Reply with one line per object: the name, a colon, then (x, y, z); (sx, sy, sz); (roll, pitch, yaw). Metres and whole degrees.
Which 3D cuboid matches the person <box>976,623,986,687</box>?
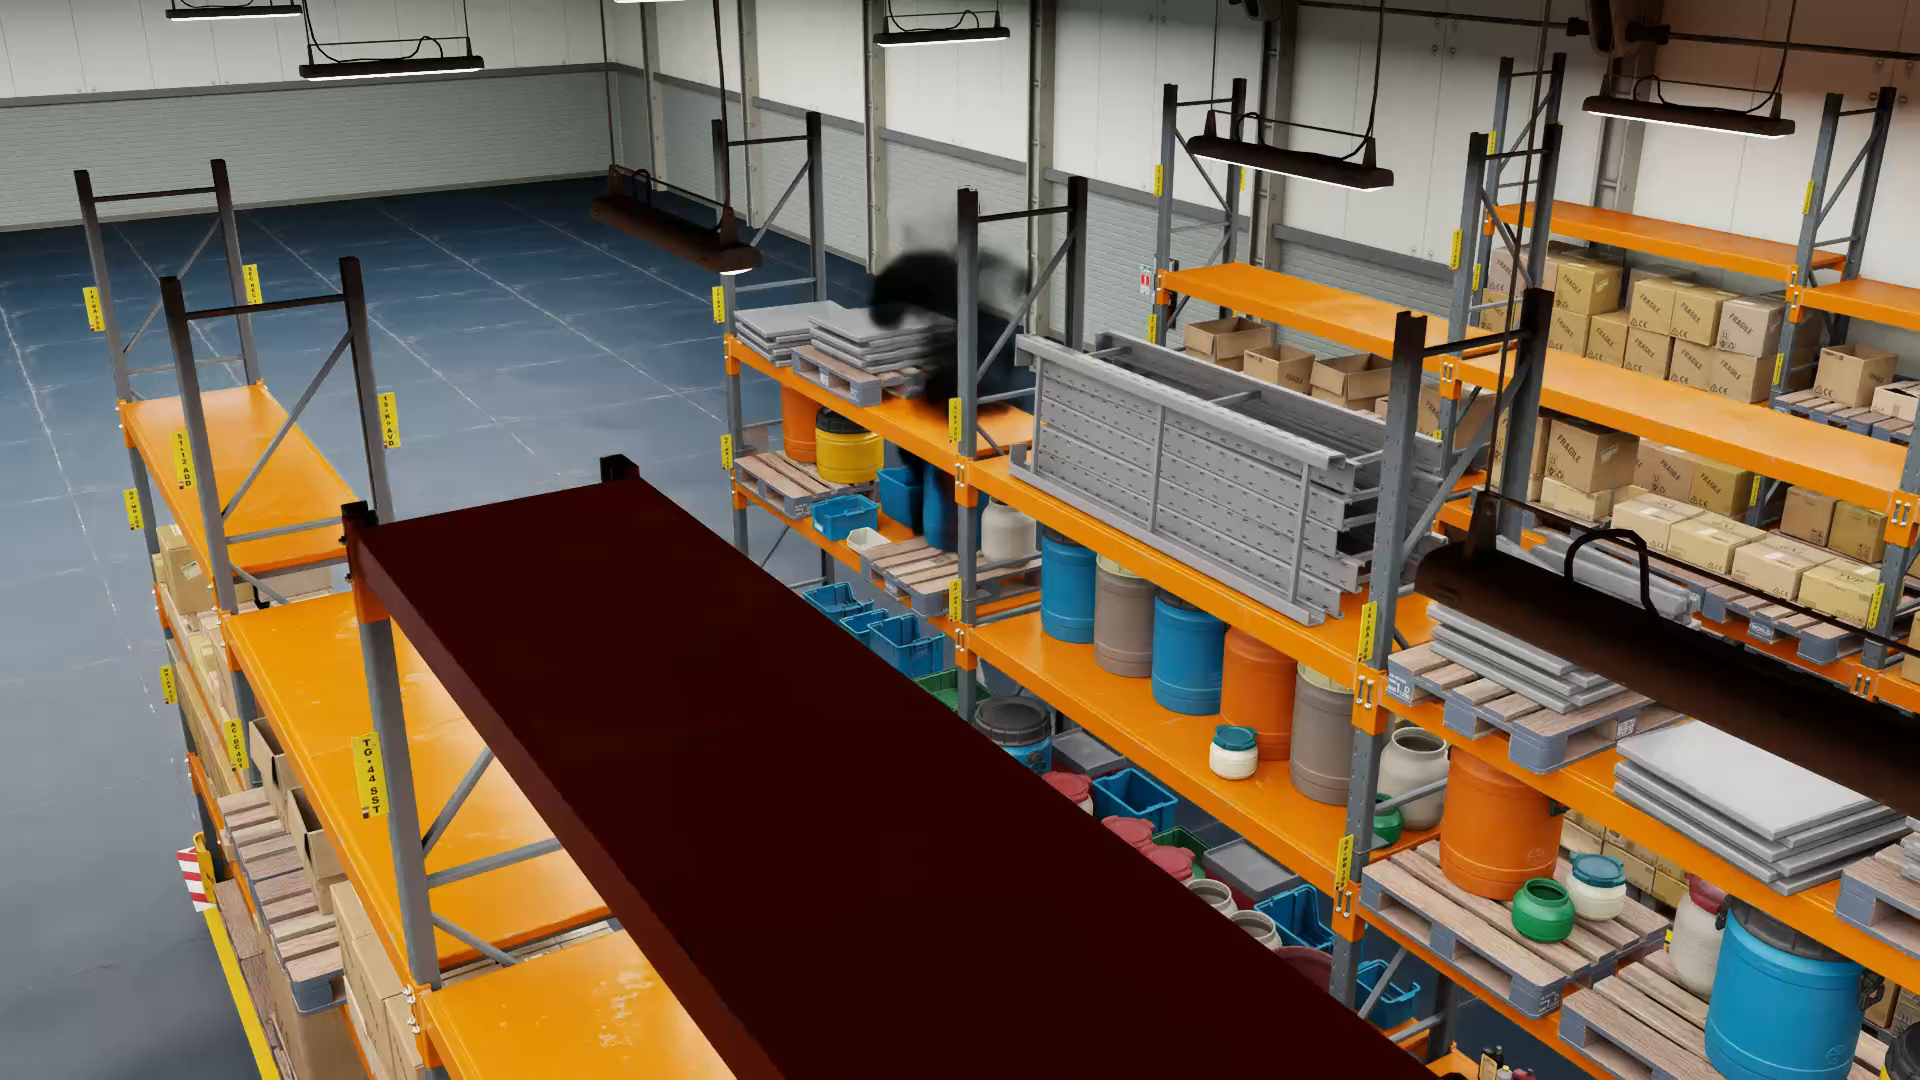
person: (0.084, 0.792, 16.214); (0.685, 1.840, 0.860); (-15, 26, -32)
